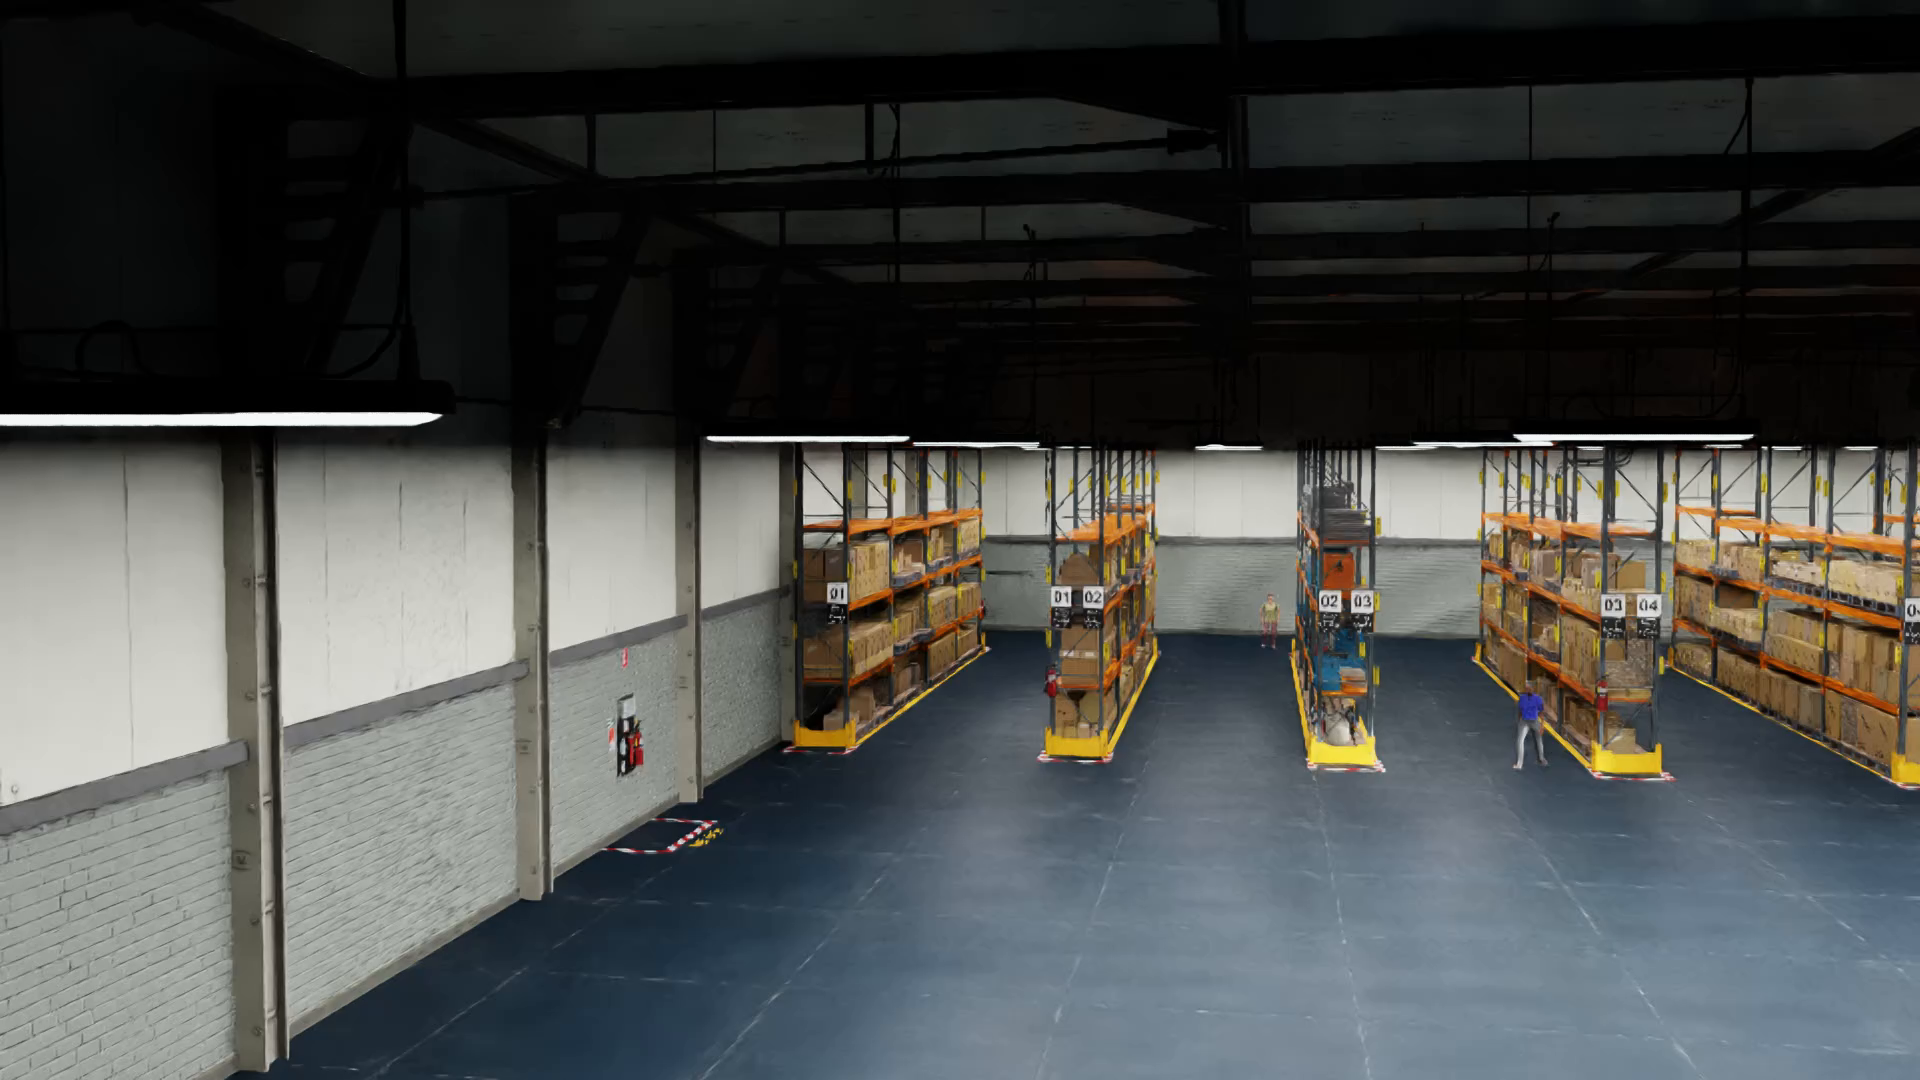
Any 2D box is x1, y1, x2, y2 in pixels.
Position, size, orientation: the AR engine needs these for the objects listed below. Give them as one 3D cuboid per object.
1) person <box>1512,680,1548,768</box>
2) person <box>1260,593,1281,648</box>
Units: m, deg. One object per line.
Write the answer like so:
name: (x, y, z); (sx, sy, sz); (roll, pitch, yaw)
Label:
person: (10.347, 3.327, 30.127); (0.502, 1.594, 0.941); (2, 4, 32)
person: (9.052, 2.354, 48.543); (0.598, 1.617, 0.503); (0, 3, 9)
